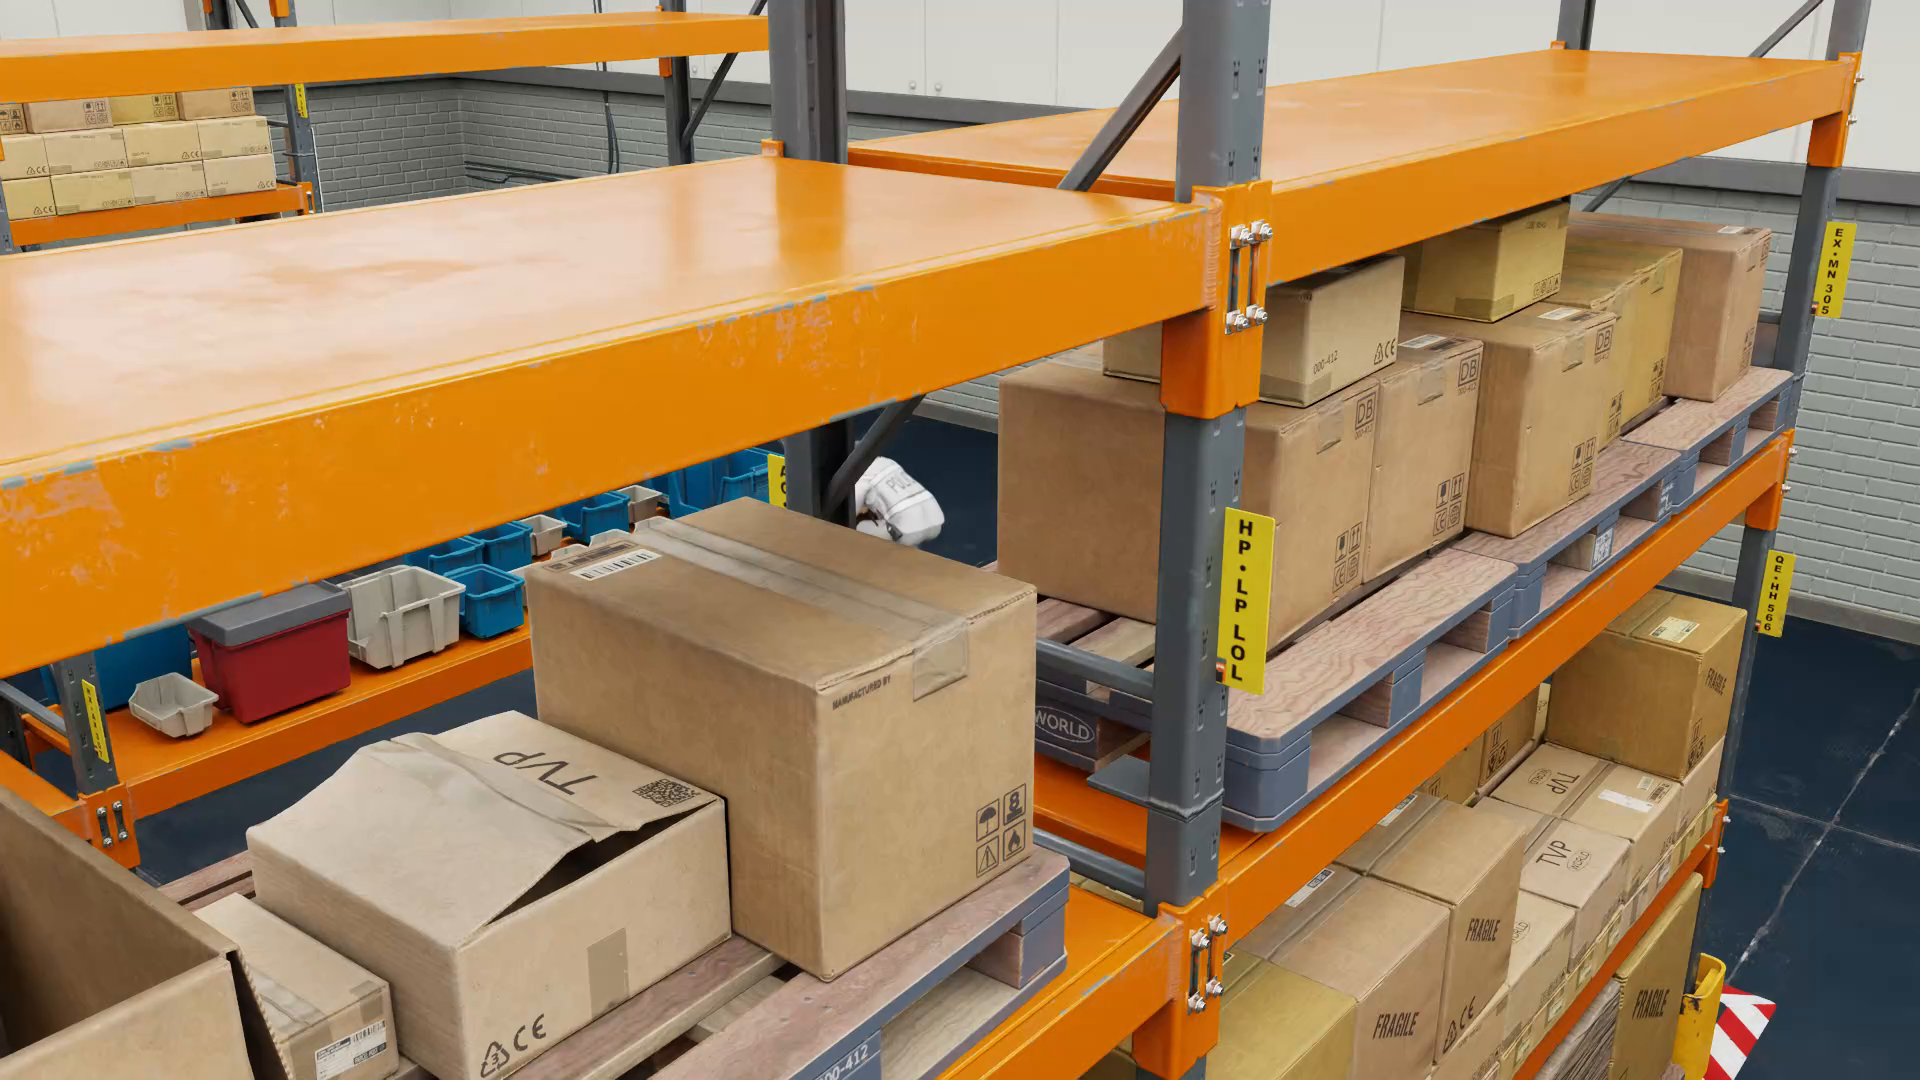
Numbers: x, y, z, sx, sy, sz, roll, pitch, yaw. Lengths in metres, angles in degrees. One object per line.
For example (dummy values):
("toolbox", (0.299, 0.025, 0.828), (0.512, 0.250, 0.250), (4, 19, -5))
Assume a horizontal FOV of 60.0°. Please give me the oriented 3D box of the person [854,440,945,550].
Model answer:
("person", (-0.555, -0.195, 12.179), (0.909, 1.026, 0.535), (15, 25, 35))
